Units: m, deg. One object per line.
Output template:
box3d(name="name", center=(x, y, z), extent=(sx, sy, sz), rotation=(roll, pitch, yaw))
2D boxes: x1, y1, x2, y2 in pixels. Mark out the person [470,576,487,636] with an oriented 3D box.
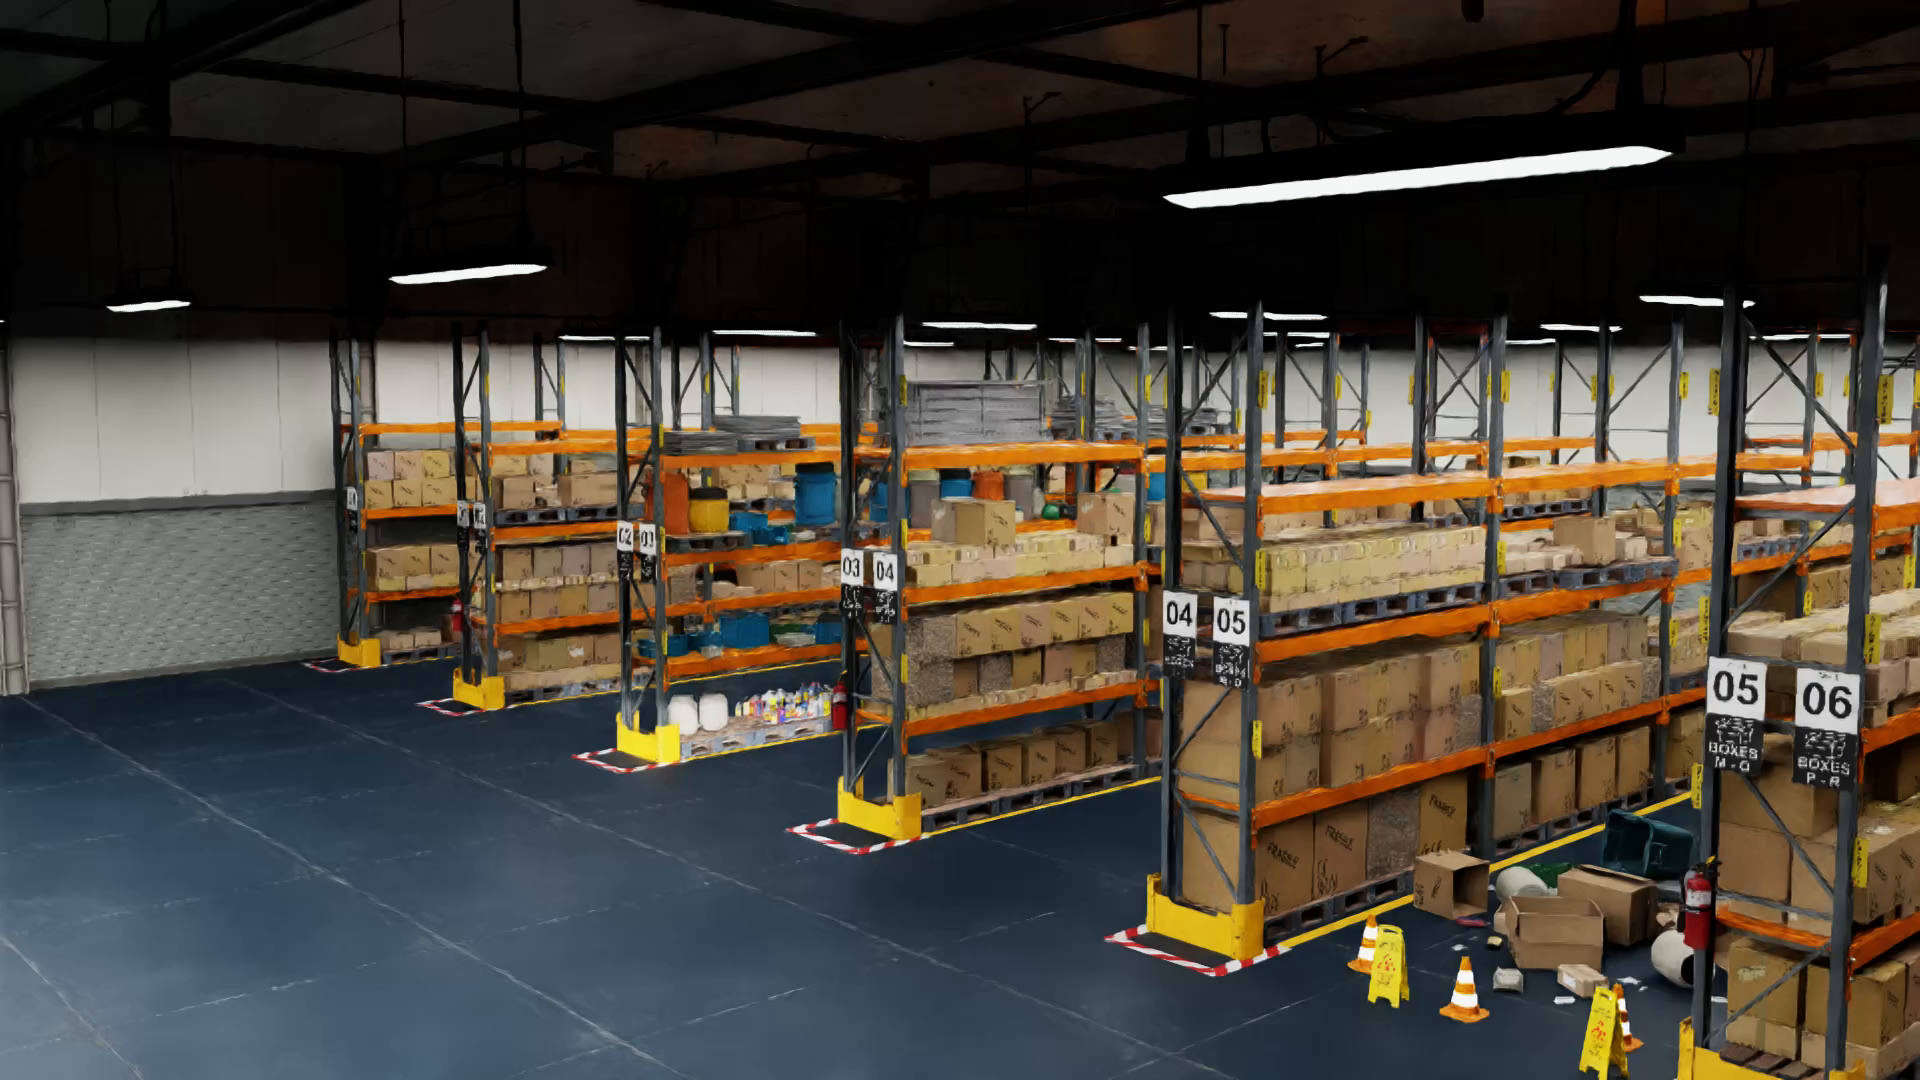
box3d(name="person", center=(-8.414, 1.435, 29.576), extent=(0.590, 1.617, 0.756), rotation=(3, 6, 26))
